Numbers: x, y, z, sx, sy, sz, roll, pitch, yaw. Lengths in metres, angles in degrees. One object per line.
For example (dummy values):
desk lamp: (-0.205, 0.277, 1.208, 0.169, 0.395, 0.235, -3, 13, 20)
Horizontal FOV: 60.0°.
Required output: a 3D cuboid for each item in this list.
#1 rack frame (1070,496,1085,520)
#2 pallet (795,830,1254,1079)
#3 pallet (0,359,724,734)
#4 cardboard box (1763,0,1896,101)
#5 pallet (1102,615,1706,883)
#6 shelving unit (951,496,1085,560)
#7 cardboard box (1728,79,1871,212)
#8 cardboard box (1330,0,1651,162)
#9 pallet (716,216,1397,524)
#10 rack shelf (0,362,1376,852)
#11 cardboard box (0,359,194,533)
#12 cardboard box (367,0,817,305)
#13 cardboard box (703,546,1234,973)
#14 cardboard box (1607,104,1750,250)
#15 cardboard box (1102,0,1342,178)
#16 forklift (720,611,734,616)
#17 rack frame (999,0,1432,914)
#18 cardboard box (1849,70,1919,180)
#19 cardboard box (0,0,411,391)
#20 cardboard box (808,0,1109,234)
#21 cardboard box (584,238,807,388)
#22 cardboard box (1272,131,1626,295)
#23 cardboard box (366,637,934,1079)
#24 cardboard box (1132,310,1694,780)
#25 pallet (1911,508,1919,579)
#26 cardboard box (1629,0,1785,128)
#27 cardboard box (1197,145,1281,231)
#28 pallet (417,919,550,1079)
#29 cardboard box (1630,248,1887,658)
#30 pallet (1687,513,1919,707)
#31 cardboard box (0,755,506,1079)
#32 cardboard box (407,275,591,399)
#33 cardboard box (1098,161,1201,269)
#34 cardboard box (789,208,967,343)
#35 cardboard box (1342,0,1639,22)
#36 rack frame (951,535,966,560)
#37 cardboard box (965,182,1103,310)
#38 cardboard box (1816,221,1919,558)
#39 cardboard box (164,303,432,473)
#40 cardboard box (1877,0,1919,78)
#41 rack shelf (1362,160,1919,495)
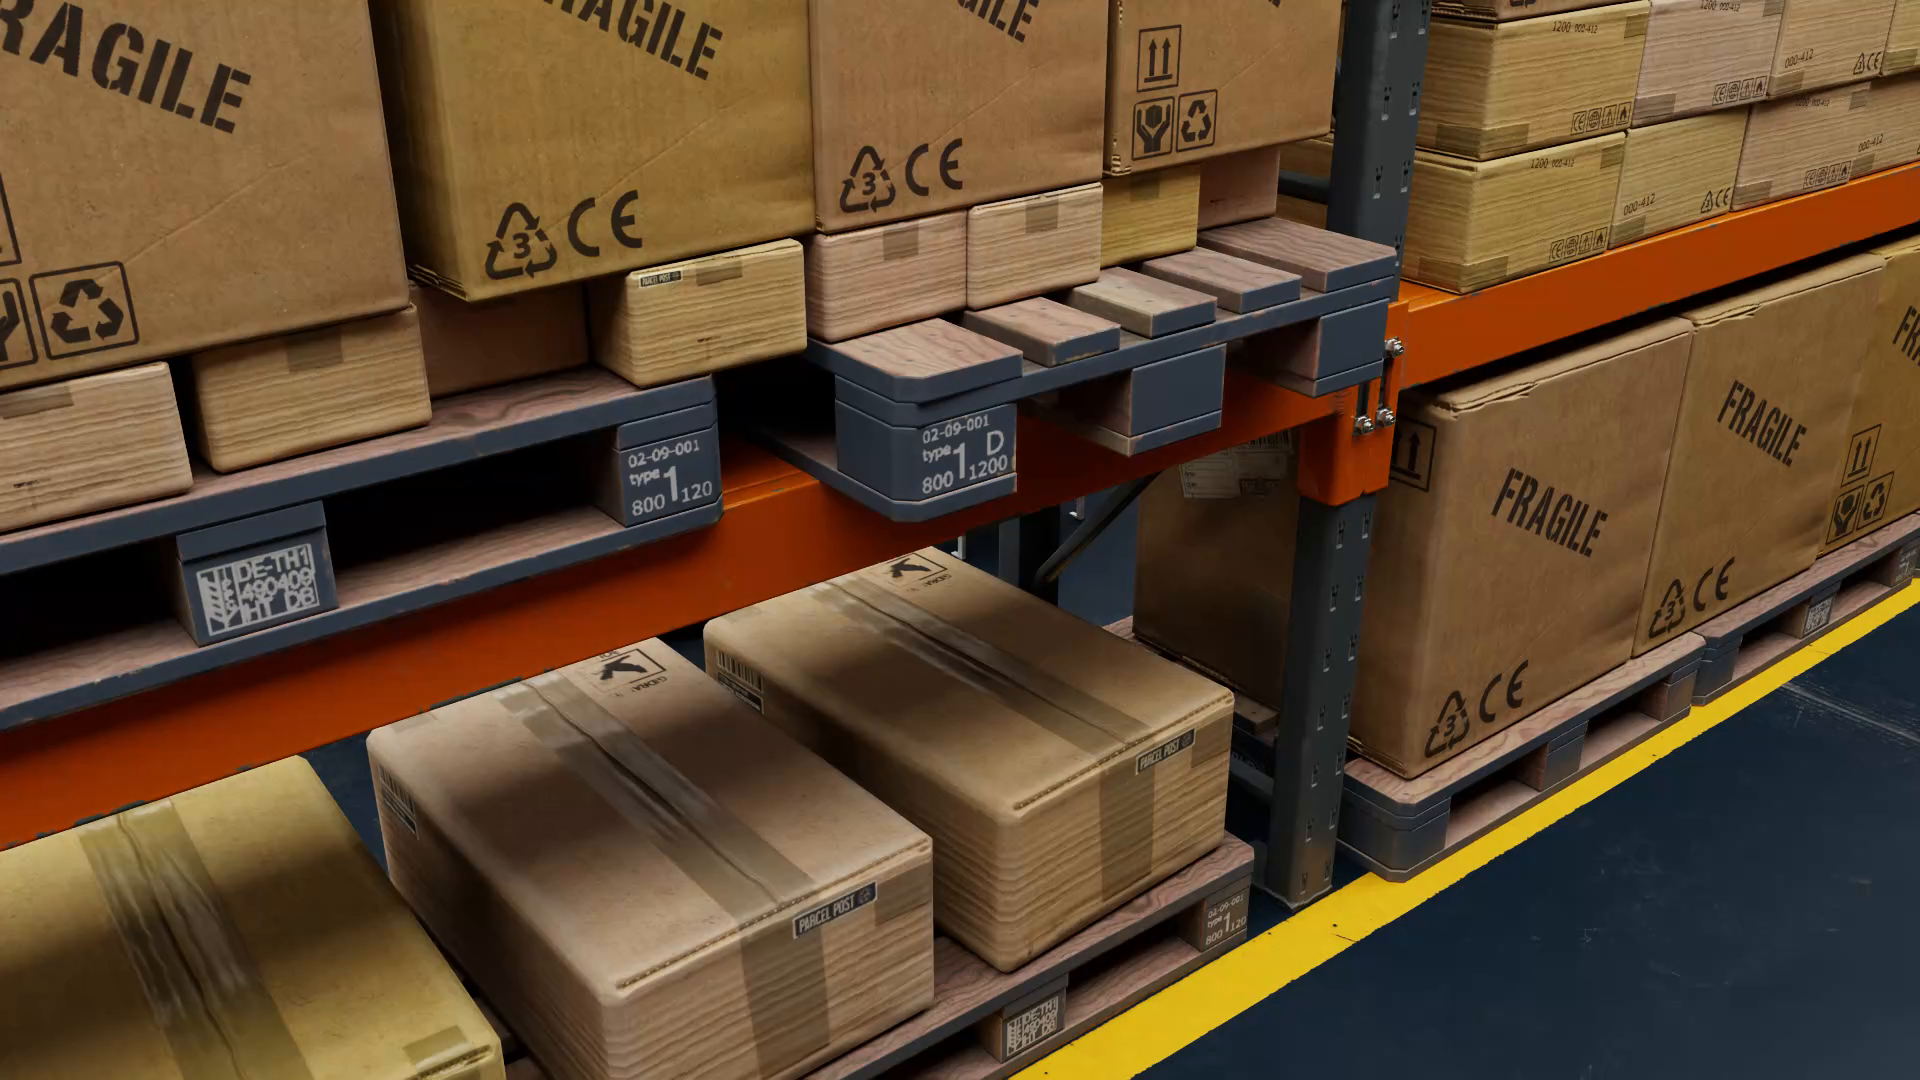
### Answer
rack frame: (0.322, -0.651, 5.227, 0.015, 1.200, 0.240, -18, 31, -34)
pallet: (-0.167, 0.721, 3.446, 1.213, 0.211, 1.003, -18, 31, -34)
pallet: (-1.084, -0.132, 2.199, 1.213, 0.211, 1.003, -18, 31, -34)
cardboard box: (1.807, -1.214, 3.888, 0.500, 0.250, 0.500, -18, 31, -34)
pallet: (1.115, 0.338, 4.270, 1.213, 0.211, 1.003, -18, 31, -34)
shelving unit: (0.130, -0.587, 5.090, 0.503, 1.200, 0.258, -18, 31, -34)
cardboard box: (1.798, -0.996, 4.011, 0.500, 0.250, 0.500, -17, 30, -32)
cardboard box: (1.000, -0.955, 3.329, 0.500, 0.250, 0.500, -19, 31, -34)
pallet: (-0.047, -0.439, 2.861, 1.003, 0.211, 1.213, -18, 31, -34)
rack shelf: (-1.125, 0.099, 2.328, 4.000, 0.370, 1.077, -18, 31, -34)
cardboard box: (-1.027, -0.152, 1.815, 0.250, 0.149, 0.380, -17, 30, -32)
cardboard box: (-0.534, -0.638, 2.090, 0.500, 0.500, 0.500, -21, 32, -37)
cardboard box: (-0.002, 0.398, 3.451, 0.625, 0.372, 0.950, -21, 32, -37)
cardboard box: (1.382, -0.862, 3.722, 0.500, 0.250, 0.500, -19, 31, -35)
cardboard box: (0.262, -0.907, 2.671, 0.500, 0.500, 0.500, -19, 31, -35)
forklift: (-1.844, -1.185, 4.323, 3.031, 2.935, 1.130, -4, 25, -10)
rack frame: (0.448, -0.747, 3.296, 0.127, 3.000, 1.000, -18, 31, -34)
cardboard box: (2.185, -1.125, 4.290, 0.500, 0.250, 0.500, -18, 31, -34)
cardboard box: (-0.964, -0.496, 1.785, 0.500, 0.500, 0.500, -20, 31, -36)
cardboard box: (-0.138, -0.769, 2.374, 0.500, 0.500, 0.500, -19, 31, -35)
cardboard box: (-0.412, -0.347, 2.235, 0.250, 0.149, 0.380, -18, 30, -33)
cardboard box: (0.989, -0.722, 3.422, 0.500, 0.250, 0.500, -19, 31, -35)
cardboard box: (-0.578, 0.593, 3.033, 0.625, 0.372, 0.950, -19, 31, -35)
cardboard box: (1.043, -0.125, 3.982, 0.875, 0.875, 0.875, -19, 31, -34)
pallet: (3.035, -0.295, 5.636, 1.213, 0.211, 1.003, -18, 31, -34)
cardboard box: (1.407, -1.089, 3.618, 0.500, 0.250, 0.500, -17, 30, -33)
cardboard box: (0.336, -0.660, 2.909, 0.250, 0.149, 0.380, -17, 30, -32)
pallet: (-1.127, 1.036, 2.767, 1.213, 0.211, 1.003, -18, 31, -34)
cardboard box: (1.748, -0.356, 4.478, 0.875, 0.875, 0.875, -18, 30, -33)
pallet: (2.075, 0.023, 4.949, 1.213, 0.211, 1.003, -18, 31, -34)
cardboard box: (-1.178, 0.788, 2.612, 0.625, 0.372, 0.950, -17, 30, -32)
cardboard box: (-0.688, -0.324, 2.184, 0.250, 0.149, 0.380, -18, 30, -34)
cardboard box: (0.169, -0.566, 2.707, 0.250, 0.149, 0.380, -18, 30, -33)
cardboard box: (-0.204, -0.423, 2.399, 0.250, 0.149, 0.380, -20, 32, -36)
cardboard box: (0.987, -1.293, 3.166, 0.500, 0.500, 0.500, -19, 31, -36)
rack frame: (-0.062, -0.524, 4.953, 0.015, 1.200, 0.240, -18, 31, -34)
cardboard box: (-0.001, -0.486, 2.534, 0.250, 0.149, 0.380, -19, 31, -34)
cardboard box: (2.452, -0.588, 4.978, 0.875, 0.875, 0.875, -17, 30, -33)
cardboard box: (-0.835, -0.231, 1.985, 0.250, 0.149, 0.380, -19, 31, -36)
cardboard box: (2.214, -1.342, 4.162, 0.500, 0.250, 0.500, -18, 30, -33)
rack shelf: (2.022, -0.940, 4.567, 4.000, 0.370, 1.077, -18, 31, -34)
